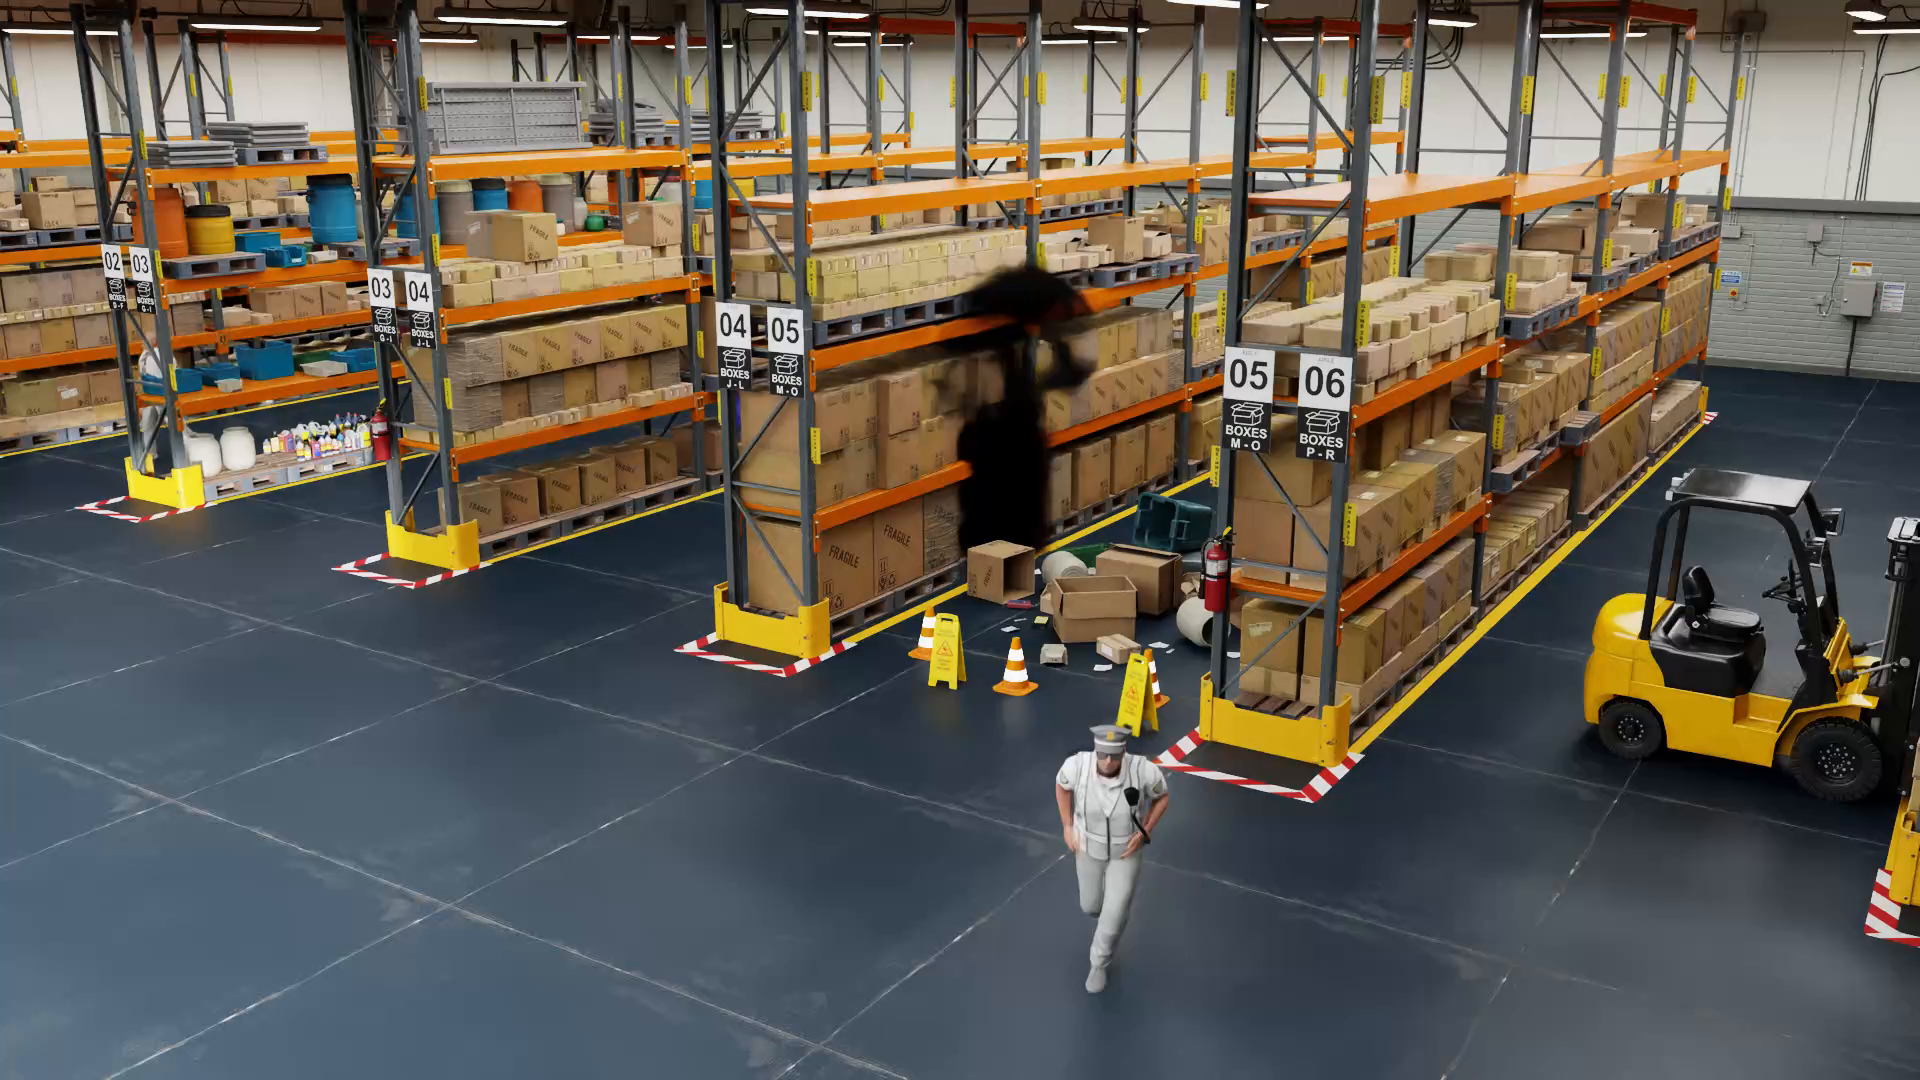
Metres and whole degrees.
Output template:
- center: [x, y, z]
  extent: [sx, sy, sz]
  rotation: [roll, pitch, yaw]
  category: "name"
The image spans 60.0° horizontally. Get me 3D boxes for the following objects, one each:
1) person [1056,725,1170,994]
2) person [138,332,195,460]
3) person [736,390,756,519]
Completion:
- center: [0.889, 1.774, 9.797]
  extent: [0.662, 1.711, 0.856]
  rotation: [1, 16, 5]
  category: "person"
- center: [-10.980, -1.970, 22.880]
  extent: [0.695, 1.805, 0.982]
  rotation: [6, 17, 22]
  category: "person"
- center: [-2.442, -1.006, 18.801]
  extent: [0.551, 1.722, 0.667]
  rotation: [5, 16, 19]
  category: "person"
